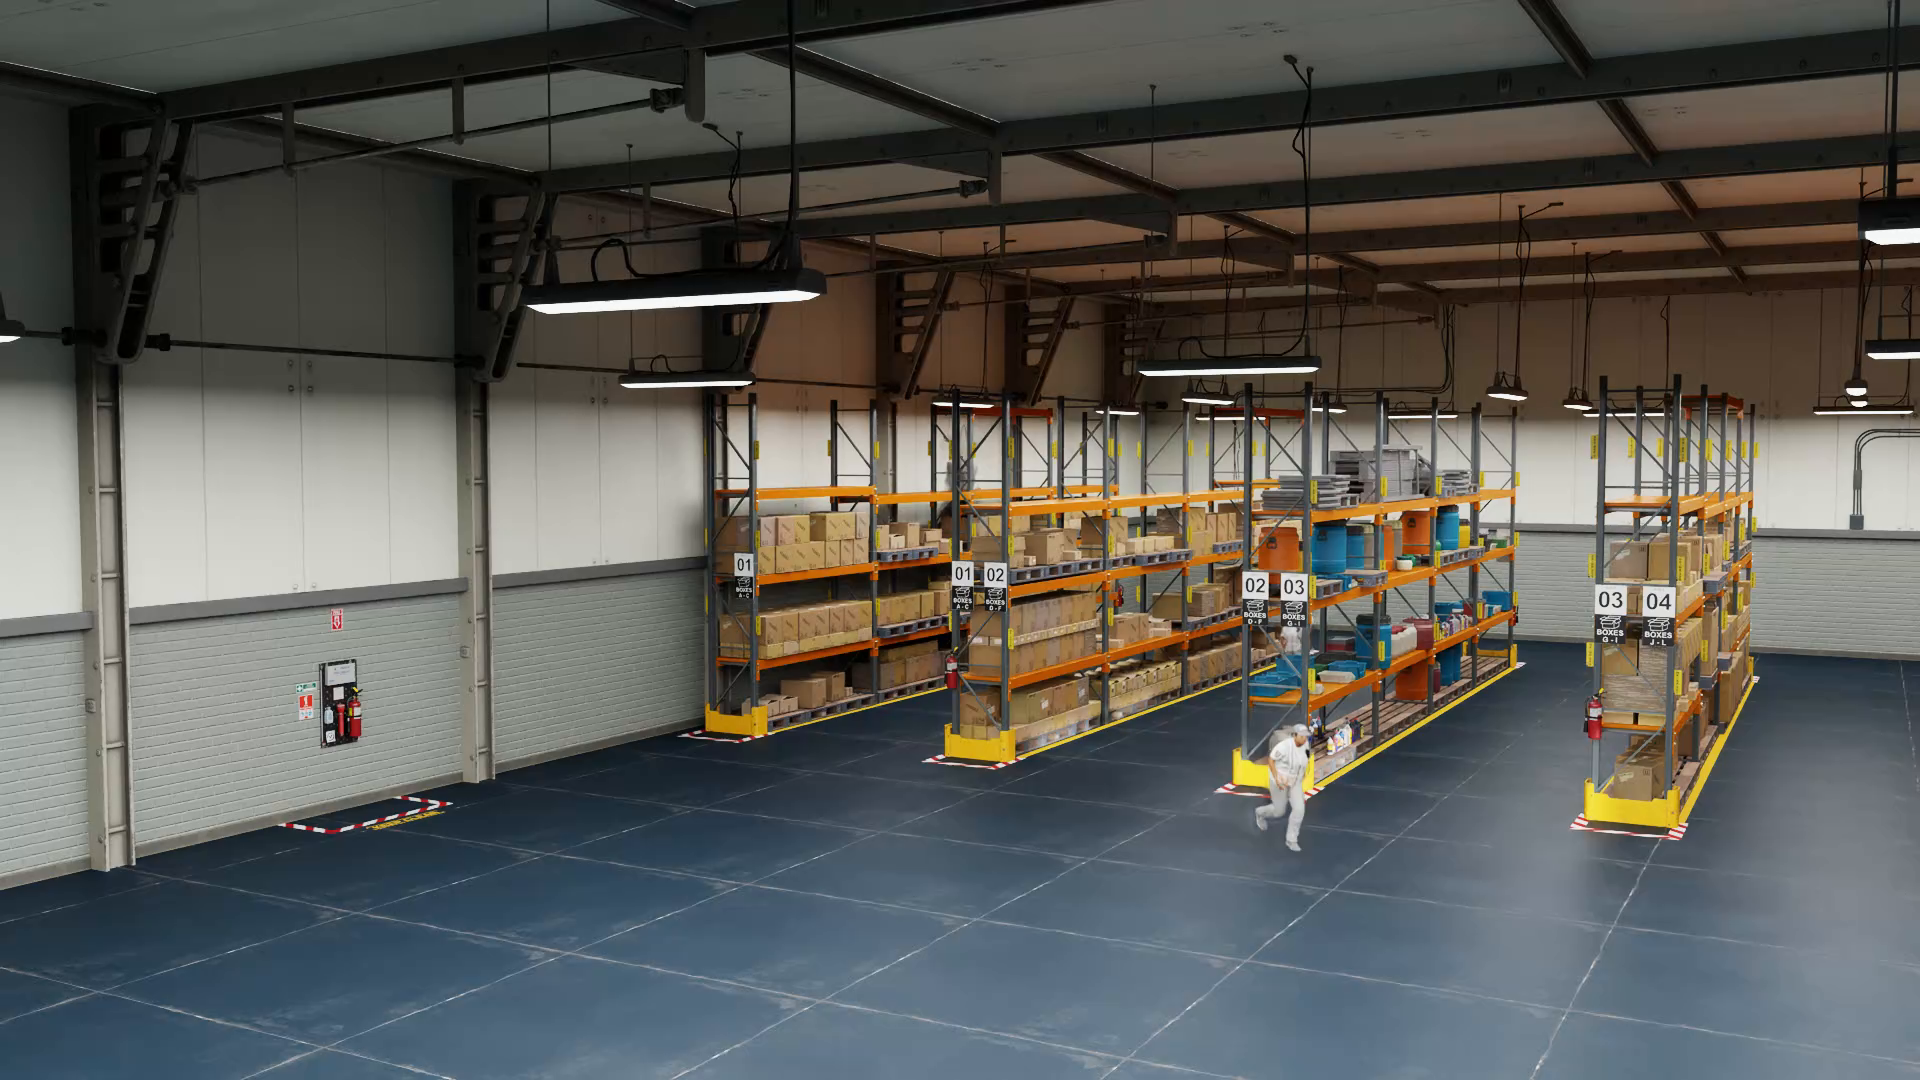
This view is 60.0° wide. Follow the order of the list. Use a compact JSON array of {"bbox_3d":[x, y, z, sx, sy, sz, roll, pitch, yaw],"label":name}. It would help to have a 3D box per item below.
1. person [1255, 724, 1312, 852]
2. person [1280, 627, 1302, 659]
[{"bbox_3d":[4.116,3.095,21.079,0.612,1.625,0.955,-2,4,-32],"label":"person"},{"bbox_3d":[6.963,2.302,34.699,0.563,1.650,0.588,1,3,19],"label":"person"}]
